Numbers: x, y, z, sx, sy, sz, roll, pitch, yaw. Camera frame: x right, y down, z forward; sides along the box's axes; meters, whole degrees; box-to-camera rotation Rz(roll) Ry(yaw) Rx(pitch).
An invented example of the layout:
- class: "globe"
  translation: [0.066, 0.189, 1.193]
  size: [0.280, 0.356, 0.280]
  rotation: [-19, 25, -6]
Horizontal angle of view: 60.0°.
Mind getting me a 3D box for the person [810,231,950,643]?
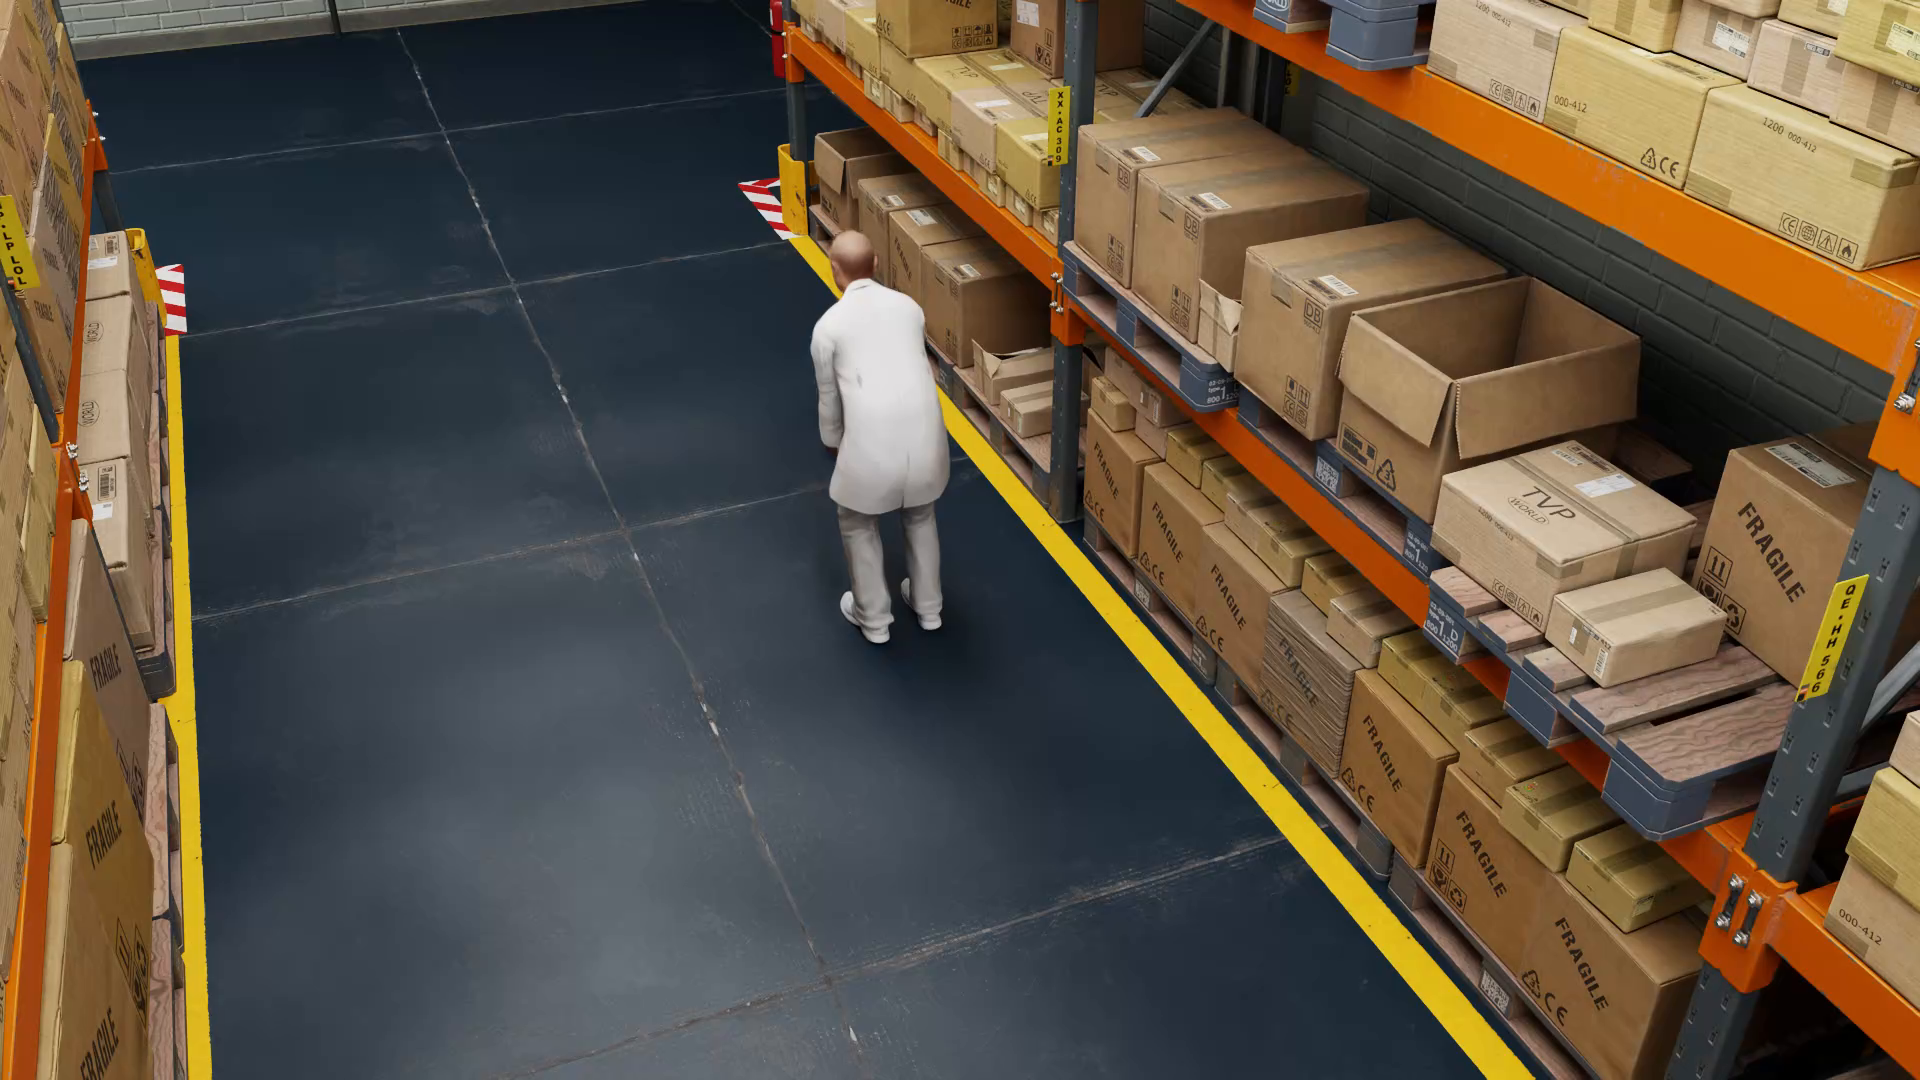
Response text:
- class: "person"
  translation: [-0.327, -0.414, 6.887]
  size: [0.540, 1.678, 0.628]
  rotation: [-14, 35, -20]
